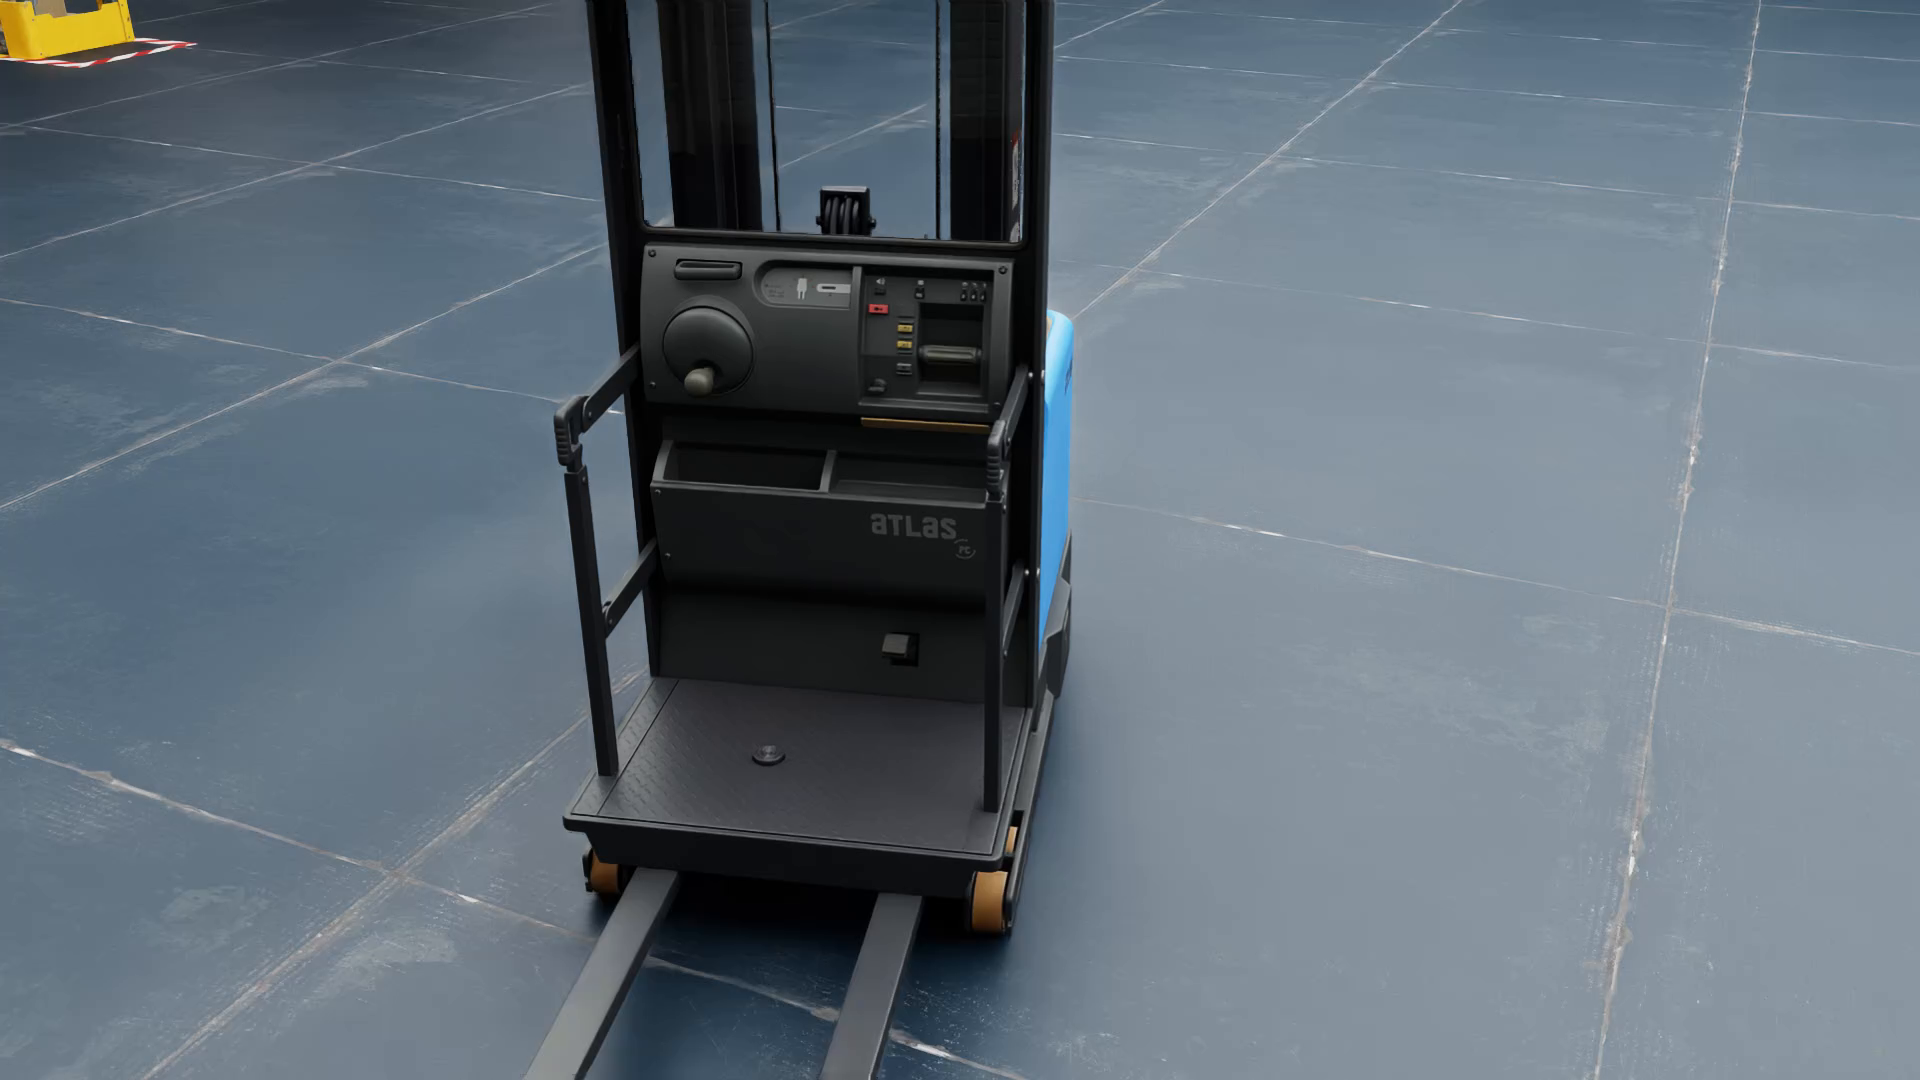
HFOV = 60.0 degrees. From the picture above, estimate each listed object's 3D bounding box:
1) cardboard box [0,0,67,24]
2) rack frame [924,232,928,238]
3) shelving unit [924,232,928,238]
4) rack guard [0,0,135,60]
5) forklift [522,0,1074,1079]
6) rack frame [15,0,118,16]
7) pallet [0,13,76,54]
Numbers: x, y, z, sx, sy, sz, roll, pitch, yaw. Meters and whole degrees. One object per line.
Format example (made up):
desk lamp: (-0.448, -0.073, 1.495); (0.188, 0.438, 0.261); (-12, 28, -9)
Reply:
cardboard box: (-8.825, -5.141, 15.651); (0.500, 0.500, 0.500); (17, 31, 31)
rack frame: (-0.070, -0.552, 6.014); (0.006, 1.200, 0.240); (11, 28, 22)
shelving unit: (0.013, -0.536, 5.980); (0.189, 1.200, 0.258); (11, 28, 22)
rack guard: (-8.332, -4.846, 15.527); (0.348, 0.500, 1.175); (11, 28, 22)
forklift: (-0.367, -0.485, 3.917); (1.130, 2.935, 3.031); (4, 27, 8)
rack frame: (-8.263, -5.953, 14.946); (0.127, 3.000, 1.000); (11, 28, 22)
pallet: (-9.057, -4.879, 15.921); (1.213, 0.211, 1.003); (11, 28, 22)
